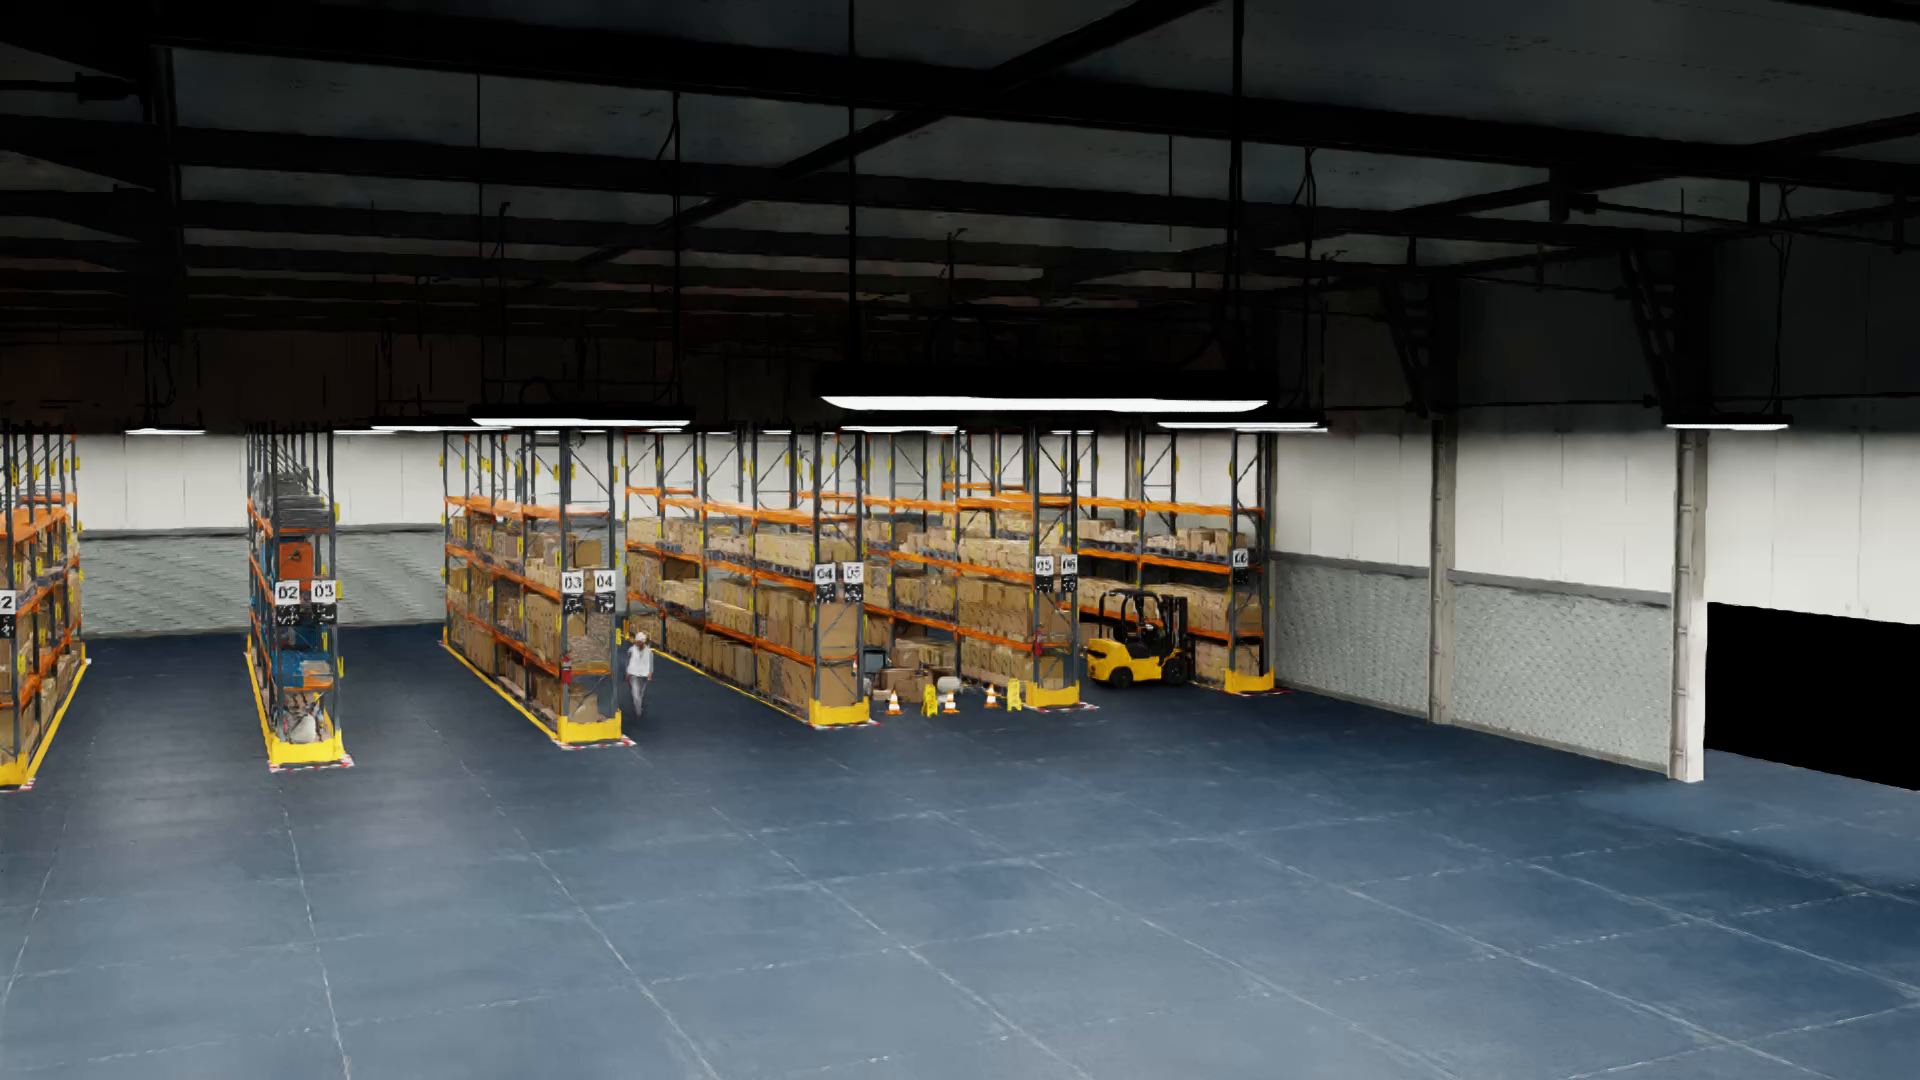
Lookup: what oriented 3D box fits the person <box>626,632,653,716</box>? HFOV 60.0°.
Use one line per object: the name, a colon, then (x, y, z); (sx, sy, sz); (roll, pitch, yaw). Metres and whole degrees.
person: (-6.564, 2.727, 34.168); (0.543, 1.700, 1.119); (-2, 4, -27)
